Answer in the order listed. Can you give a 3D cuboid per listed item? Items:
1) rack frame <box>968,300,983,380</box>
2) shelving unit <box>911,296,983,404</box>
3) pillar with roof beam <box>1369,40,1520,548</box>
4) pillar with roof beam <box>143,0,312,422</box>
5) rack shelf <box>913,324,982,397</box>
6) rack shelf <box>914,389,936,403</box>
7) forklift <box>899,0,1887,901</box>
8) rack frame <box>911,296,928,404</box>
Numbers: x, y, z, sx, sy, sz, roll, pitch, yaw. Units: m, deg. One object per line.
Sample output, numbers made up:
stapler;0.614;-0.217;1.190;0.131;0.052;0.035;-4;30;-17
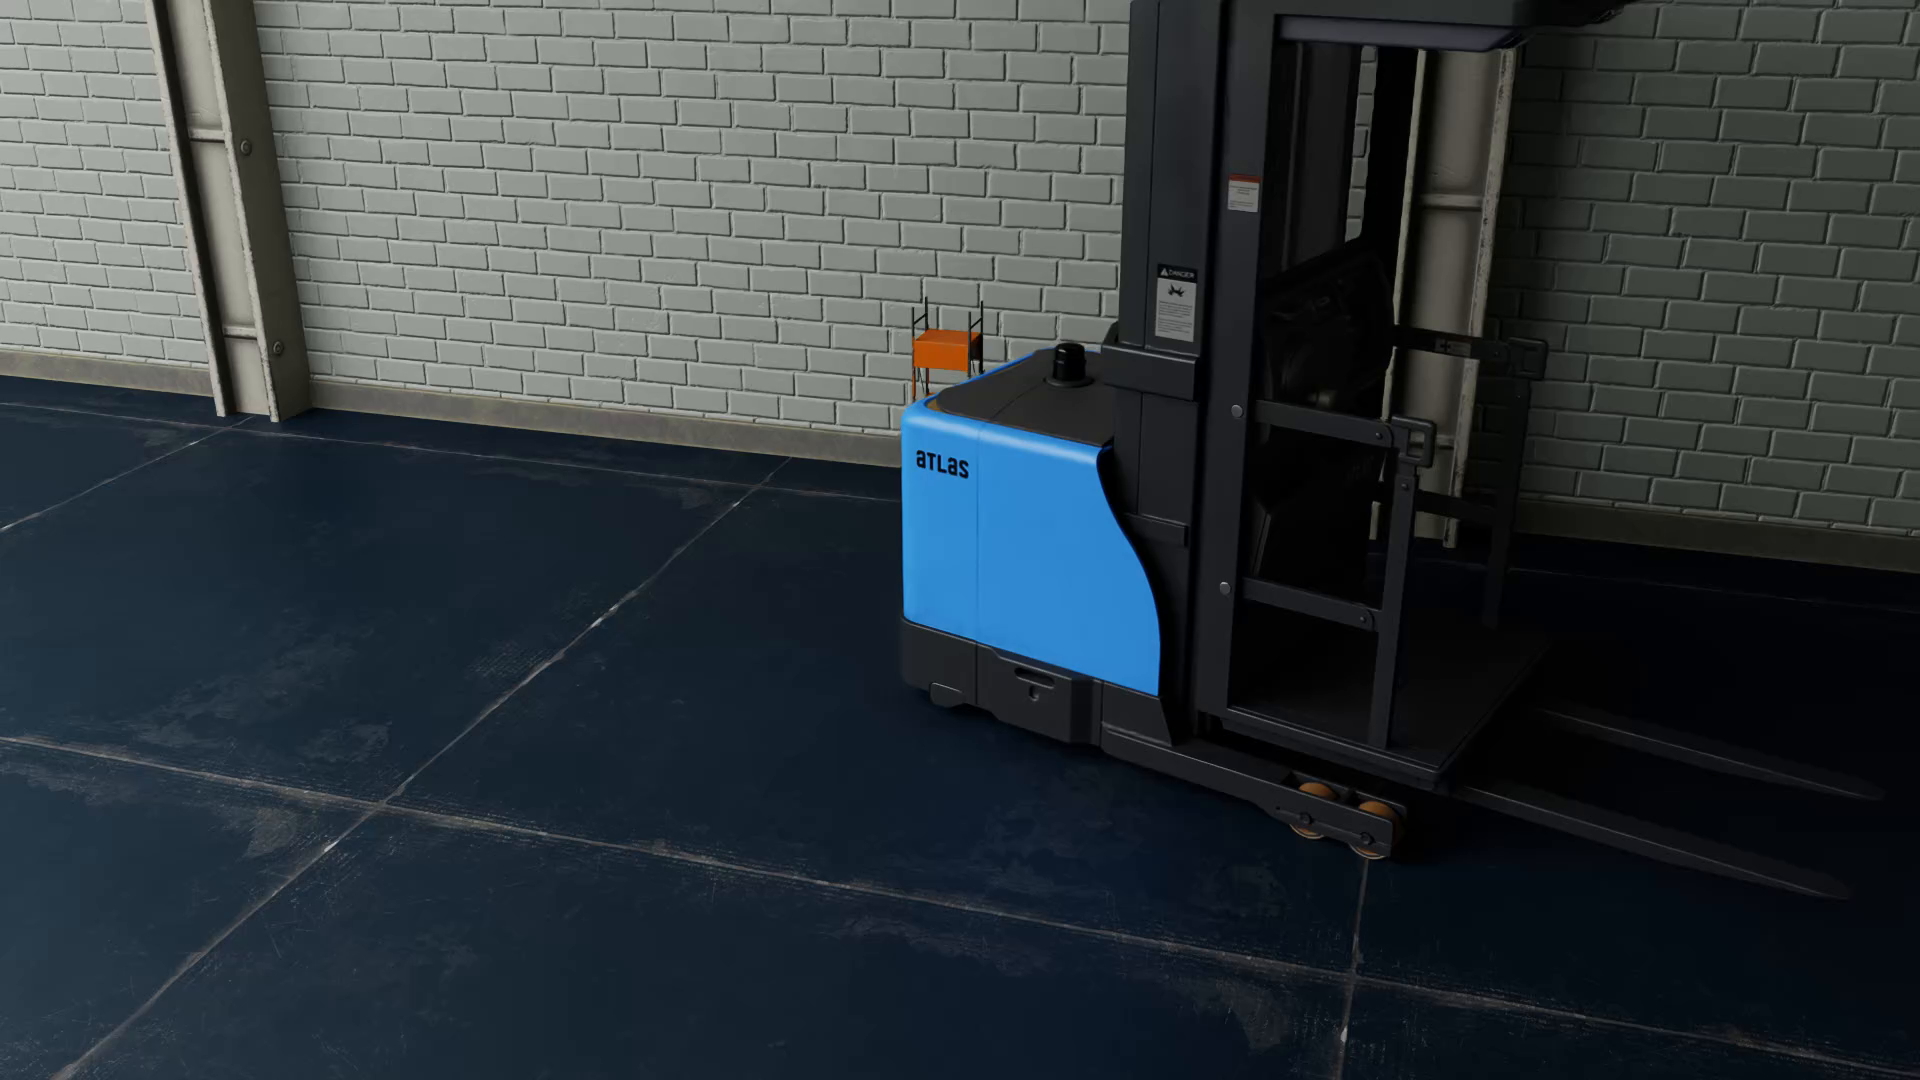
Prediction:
rack frame;0.066;-0.478;7.052;0.008;1.050;0.200;7;23;16
shelving unit;-0.051;-0.492;7.085;0.252;1.050;0.215;7;23;16
pillar with roof beam;0.758;-2.641;1.850;0.400;9.000;9.100;7;23;16
pillar with roof beam;-4.986;-3.299;3.454;0.400;9.000;9.100;7;23;16
rack shelf;-0.051;-0.744;6.981;0.240;0.259;0.215;7;23;16
rack shelf;-0.051;-0.482;7.089;0.240;0.259;0.215;7;23;16
forklift;1.288;-0.635;4.956;3.031;2.935;1.130;15;27;32
rack frame;-0.168;-0.505;7.118;0.008;1.050;0.200;7;23;16
